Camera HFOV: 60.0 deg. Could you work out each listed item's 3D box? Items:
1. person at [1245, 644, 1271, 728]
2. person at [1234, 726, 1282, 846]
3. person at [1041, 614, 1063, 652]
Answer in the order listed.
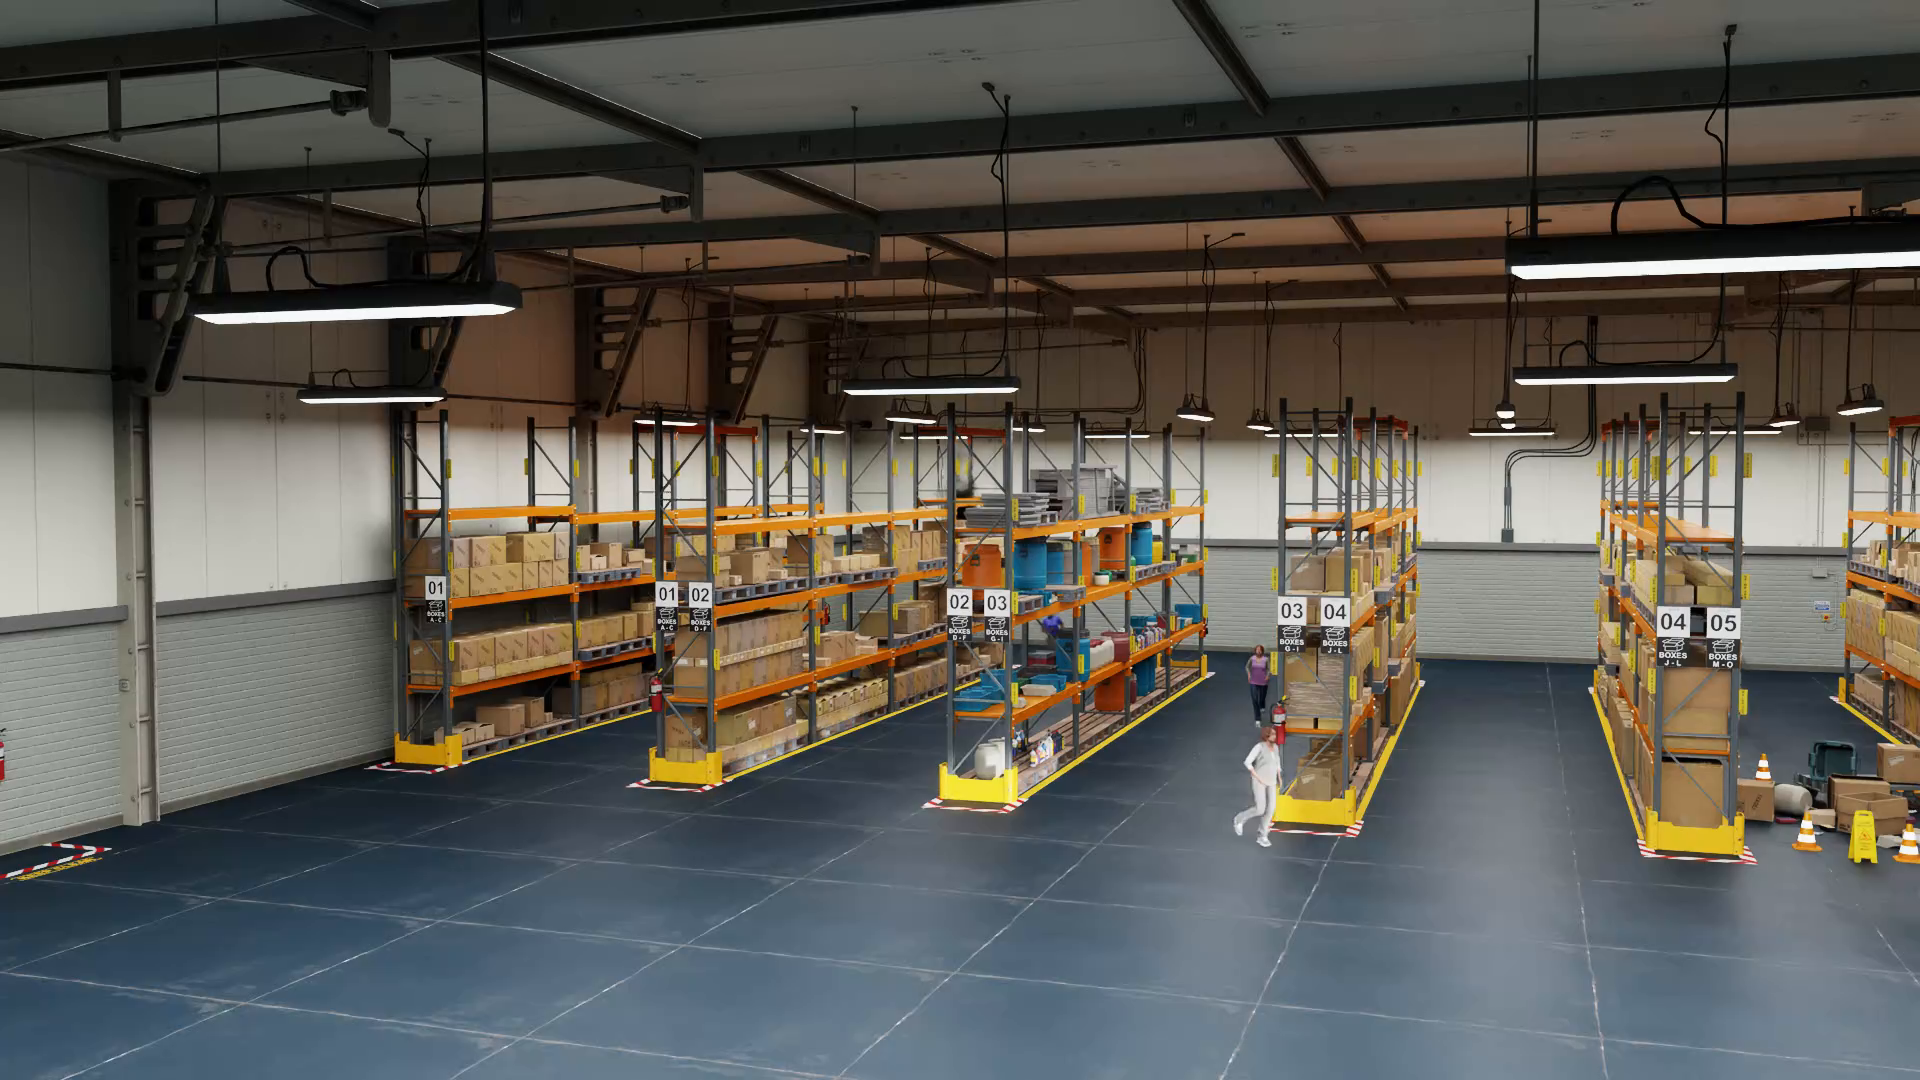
[{"bbox_3d":[5.838,2.831,32.522,0.541,1.590,0.758,1,3,14],"label":"person"},{"bbox_3d":[4.069,3.273,22.327,0.603,1.565,0.624,-2,3,-34],"label":"person"},{"bbox_3d":[2.332,2.465,40.902,0.701,1.629,0.658,0,2,2],"label":"person"}]
